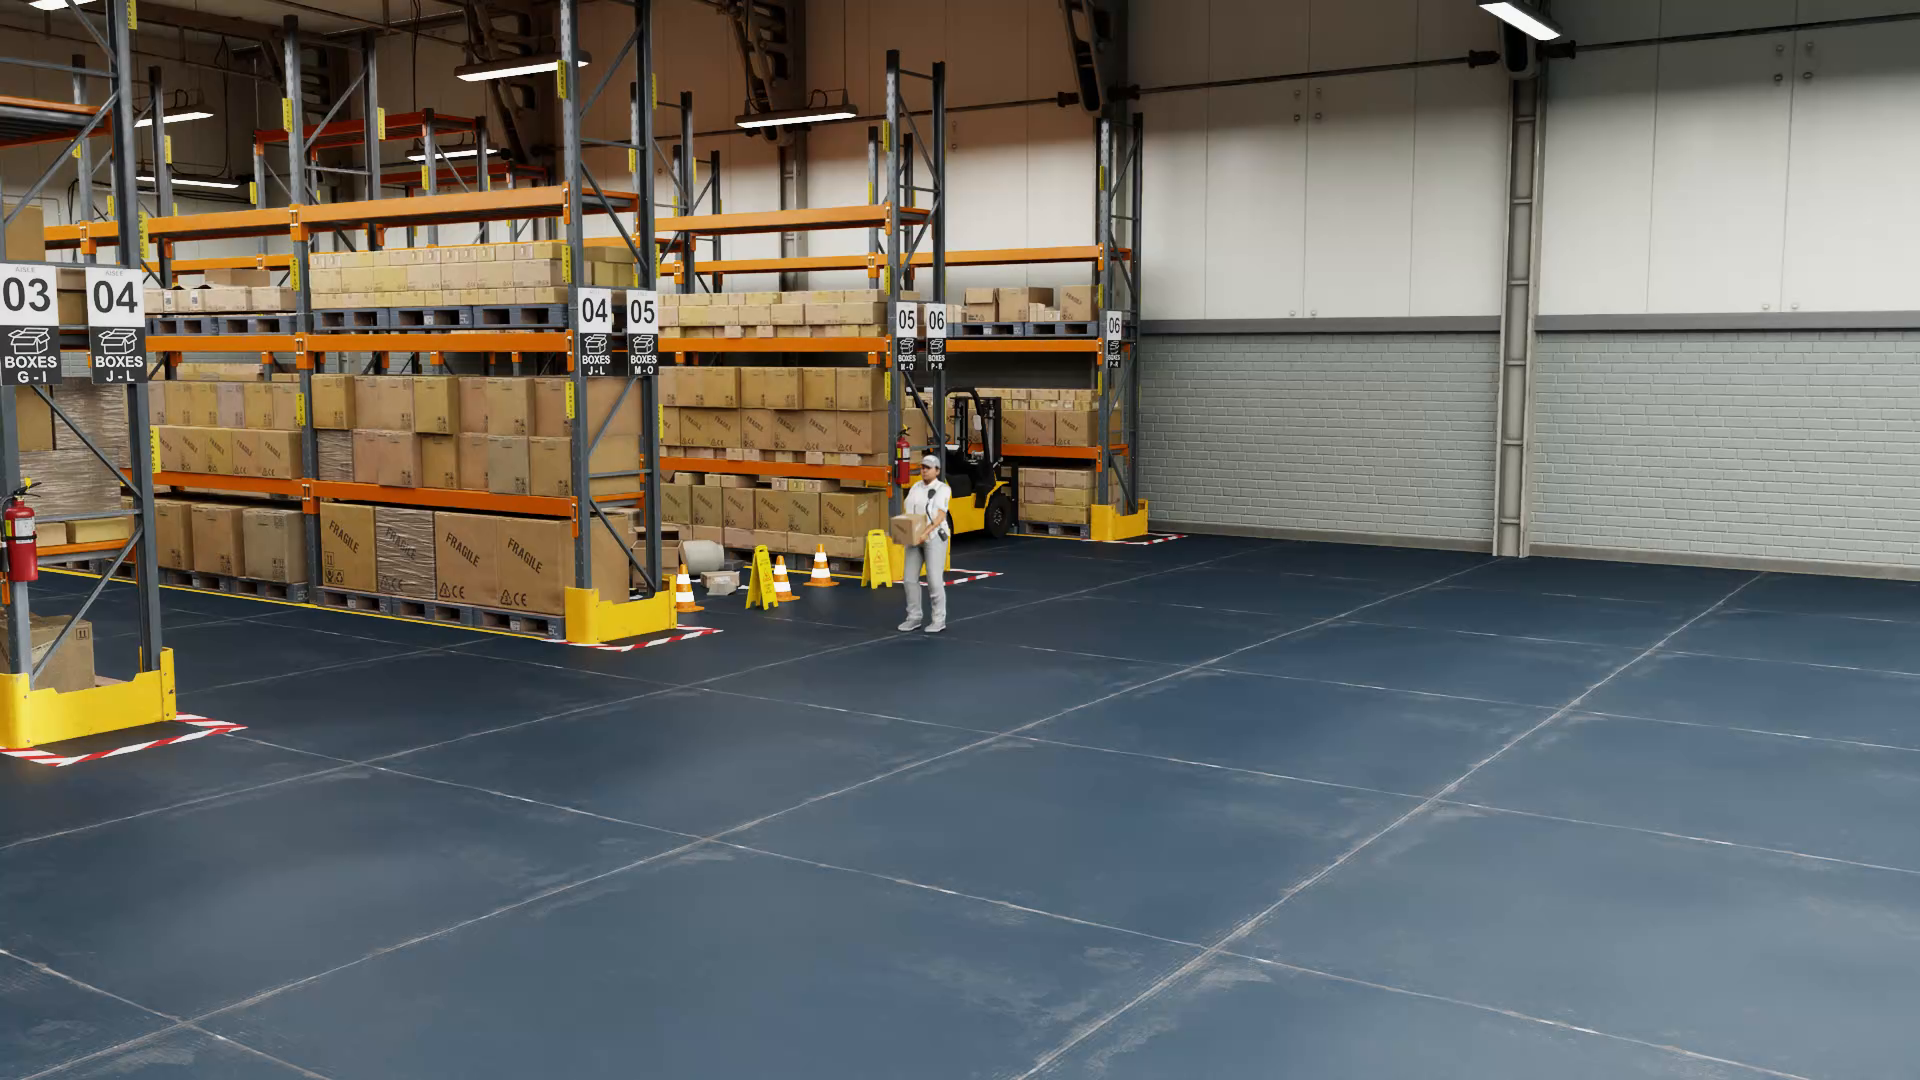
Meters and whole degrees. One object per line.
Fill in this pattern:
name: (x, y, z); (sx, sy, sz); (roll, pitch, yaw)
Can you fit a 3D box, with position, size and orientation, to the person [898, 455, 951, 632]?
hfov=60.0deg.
person: (-0.354, 0.032, 15.722); (0.456, 1.660, 0.535); (4, 8, 33)
